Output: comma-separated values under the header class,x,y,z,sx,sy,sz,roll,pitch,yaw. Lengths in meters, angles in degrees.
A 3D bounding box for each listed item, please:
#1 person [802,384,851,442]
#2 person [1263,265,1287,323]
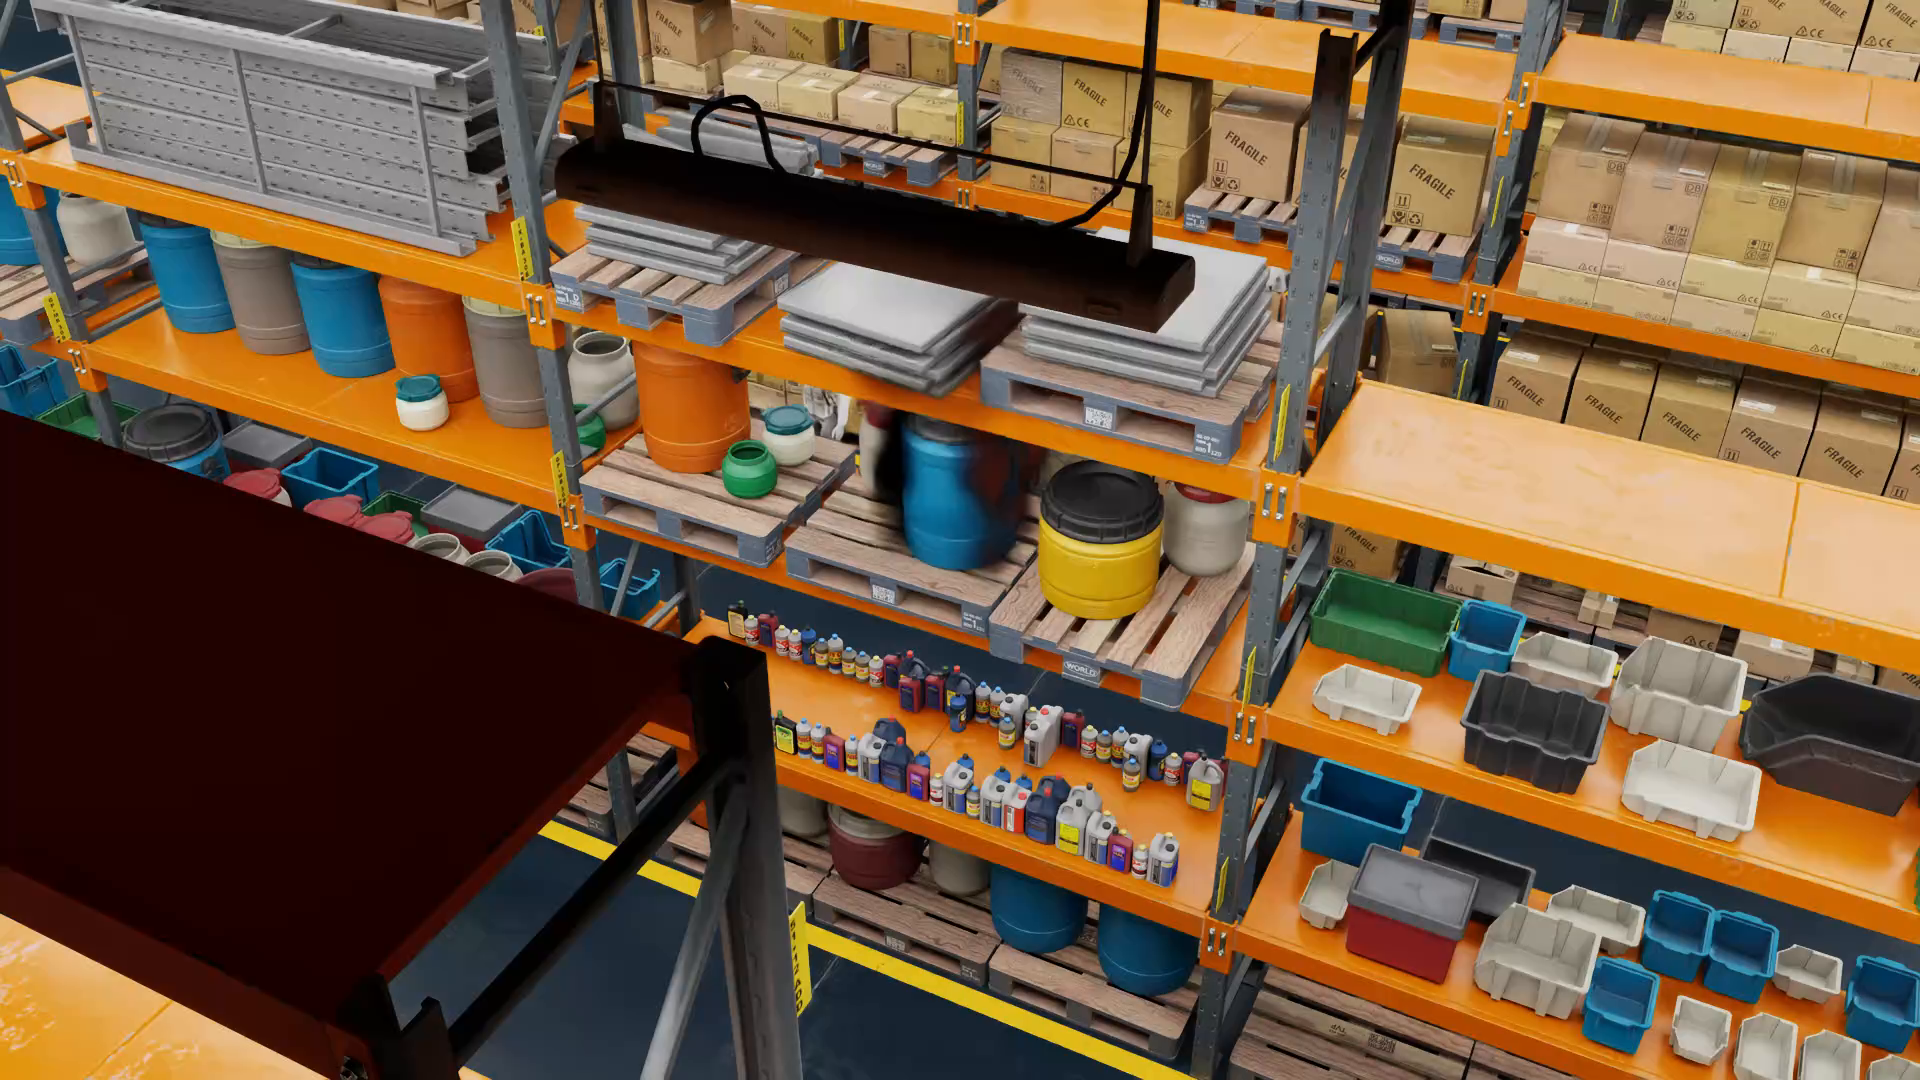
class,x,y,z,sx,sy,sz,roll,pitch,yaw
person,-1.087,-0.971,13.378,0.541,1.751,0.385,29,44,35
person,2.731,-1.998,15.293,0.501,1.648,0.631,0,35,0
